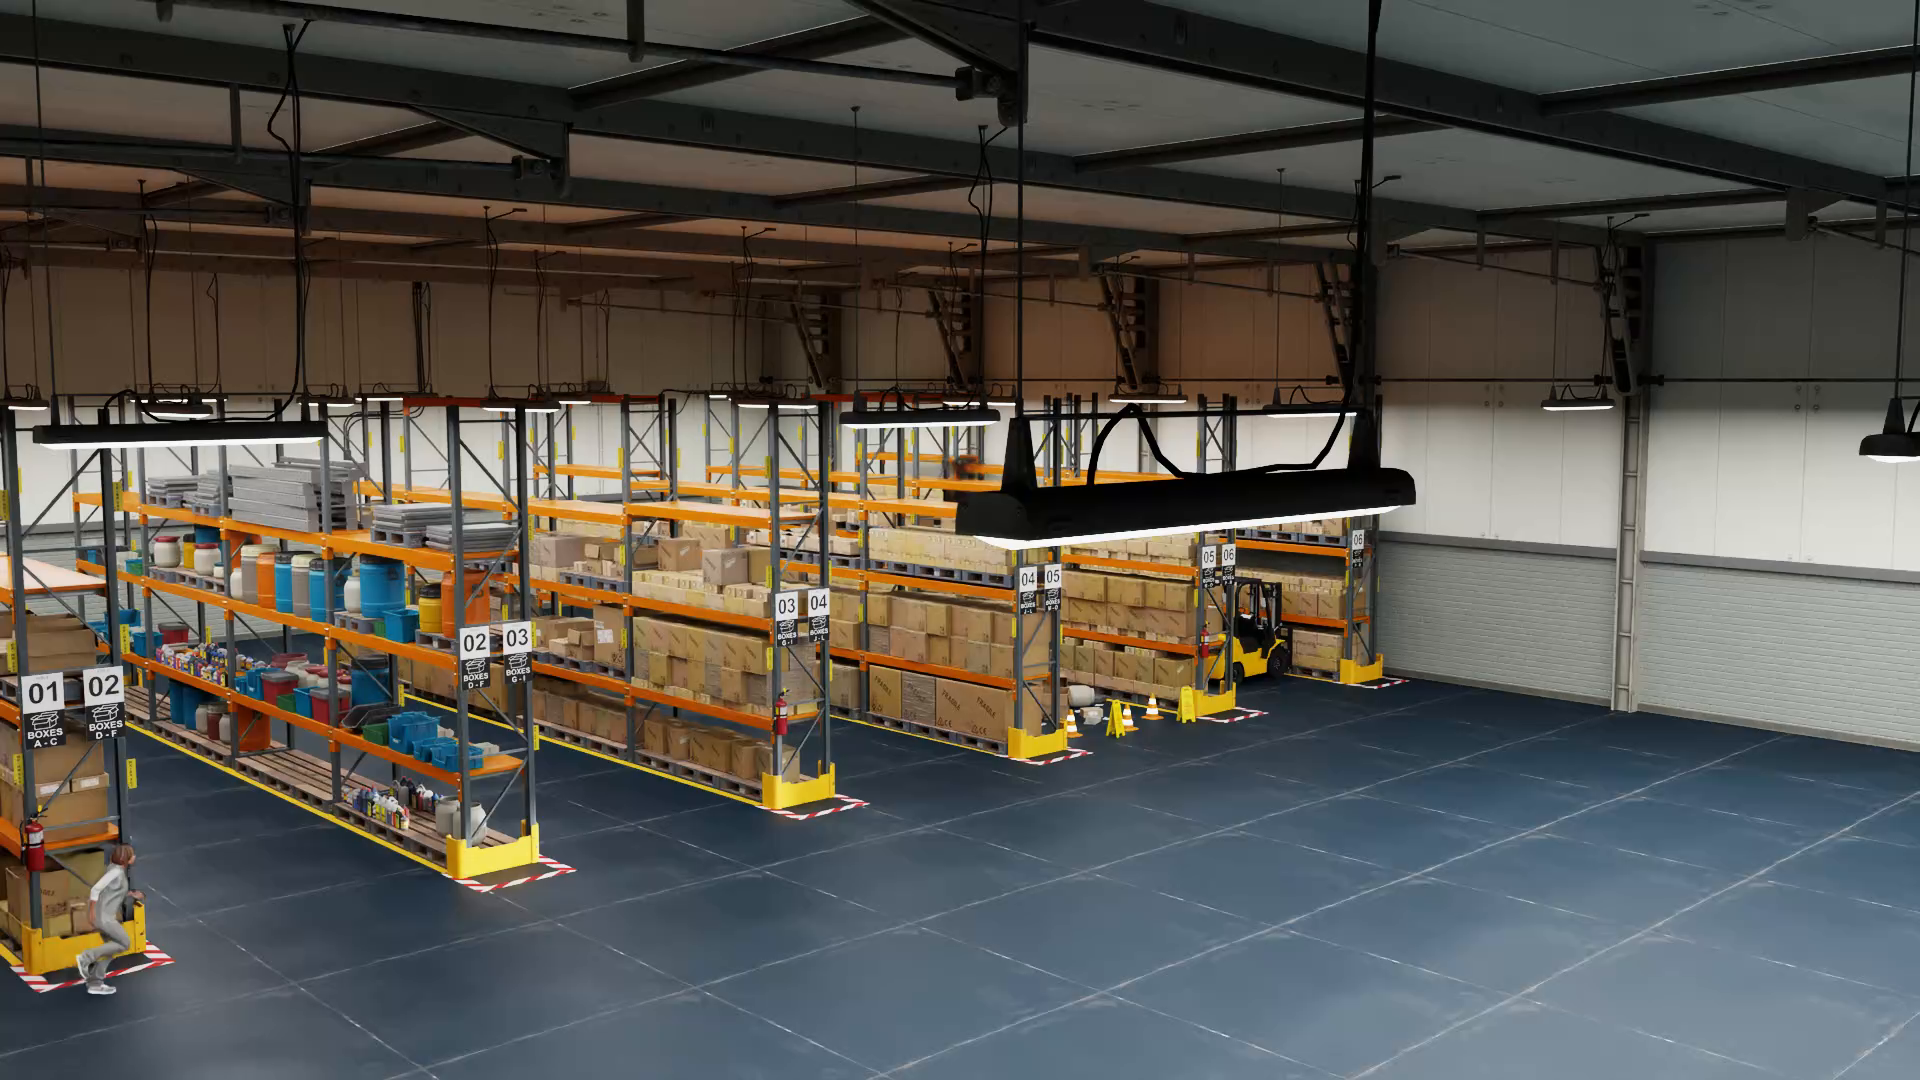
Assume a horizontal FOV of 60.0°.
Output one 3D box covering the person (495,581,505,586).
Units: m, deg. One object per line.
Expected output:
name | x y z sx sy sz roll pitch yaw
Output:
person | -10.521 1.777 38.122 0.439 1.820 0.658 -3 6 -31

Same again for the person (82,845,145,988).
person | -8.755 3.879 17.193 0.612 1.436 0.488 -3 6 -28
